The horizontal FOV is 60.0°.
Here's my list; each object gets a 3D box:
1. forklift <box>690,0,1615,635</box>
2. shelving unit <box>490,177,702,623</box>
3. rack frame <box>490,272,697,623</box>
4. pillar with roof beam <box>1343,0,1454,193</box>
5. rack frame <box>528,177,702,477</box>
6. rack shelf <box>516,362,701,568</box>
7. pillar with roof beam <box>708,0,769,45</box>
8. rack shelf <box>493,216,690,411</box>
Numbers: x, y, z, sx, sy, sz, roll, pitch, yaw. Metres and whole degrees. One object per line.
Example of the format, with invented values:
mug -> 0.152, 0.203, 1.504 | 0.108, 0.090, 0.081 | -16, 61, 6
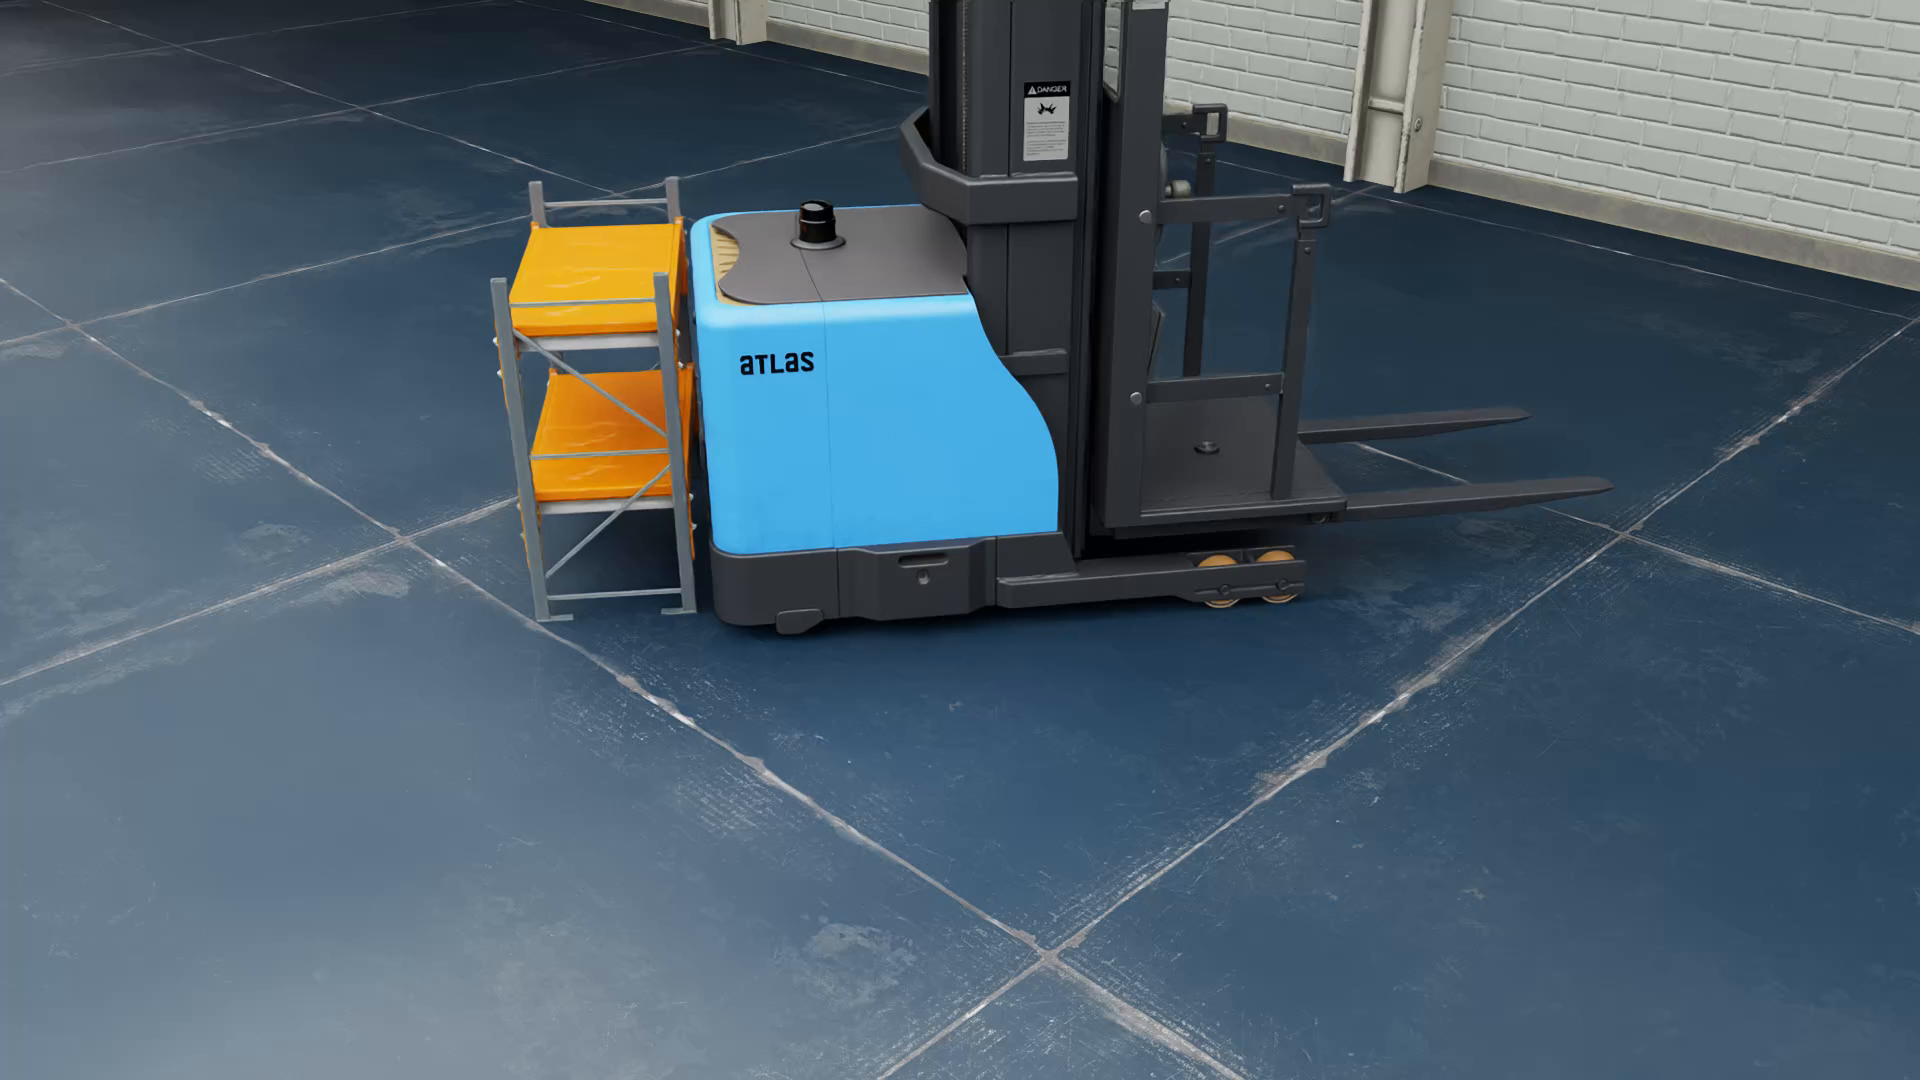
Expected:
forklift -> 0.665, -1.318, 5.107 | 3.031, 2.935, 1.130 | -4, 28, -8
shelving unit -> -1.152, -0.492, 5.477 | 0.538, 1.125, 1.048 | -3, 28, -6
rack frame -> -1.090, -0.257, 5.030 | 0.500, 1.125, 0.032 | -3, 28, -6
pillar with roof beam -> -0.522, -4.654, 4.932 | 0.400, 9.000, 9.100 | 25, 36, 38
rack frame -> -1.213, -0.727, 5.924 | 0.500, 1.125, 0.032 | -3, 28, -6
rack shelf -> -1.152, -0.276, 5.591 | 0.538, 0.278, 1.000 | -3, 28, -6
pillar with roof beam -> -4.800, -6.612, 8.655 | 0.400, 9.000, 9.100 | 25, 36, 38
rack shelf -> -1.152, -0.751, 5.341 | 0.538, 0.278, 1.000 | -3, 28, -6
